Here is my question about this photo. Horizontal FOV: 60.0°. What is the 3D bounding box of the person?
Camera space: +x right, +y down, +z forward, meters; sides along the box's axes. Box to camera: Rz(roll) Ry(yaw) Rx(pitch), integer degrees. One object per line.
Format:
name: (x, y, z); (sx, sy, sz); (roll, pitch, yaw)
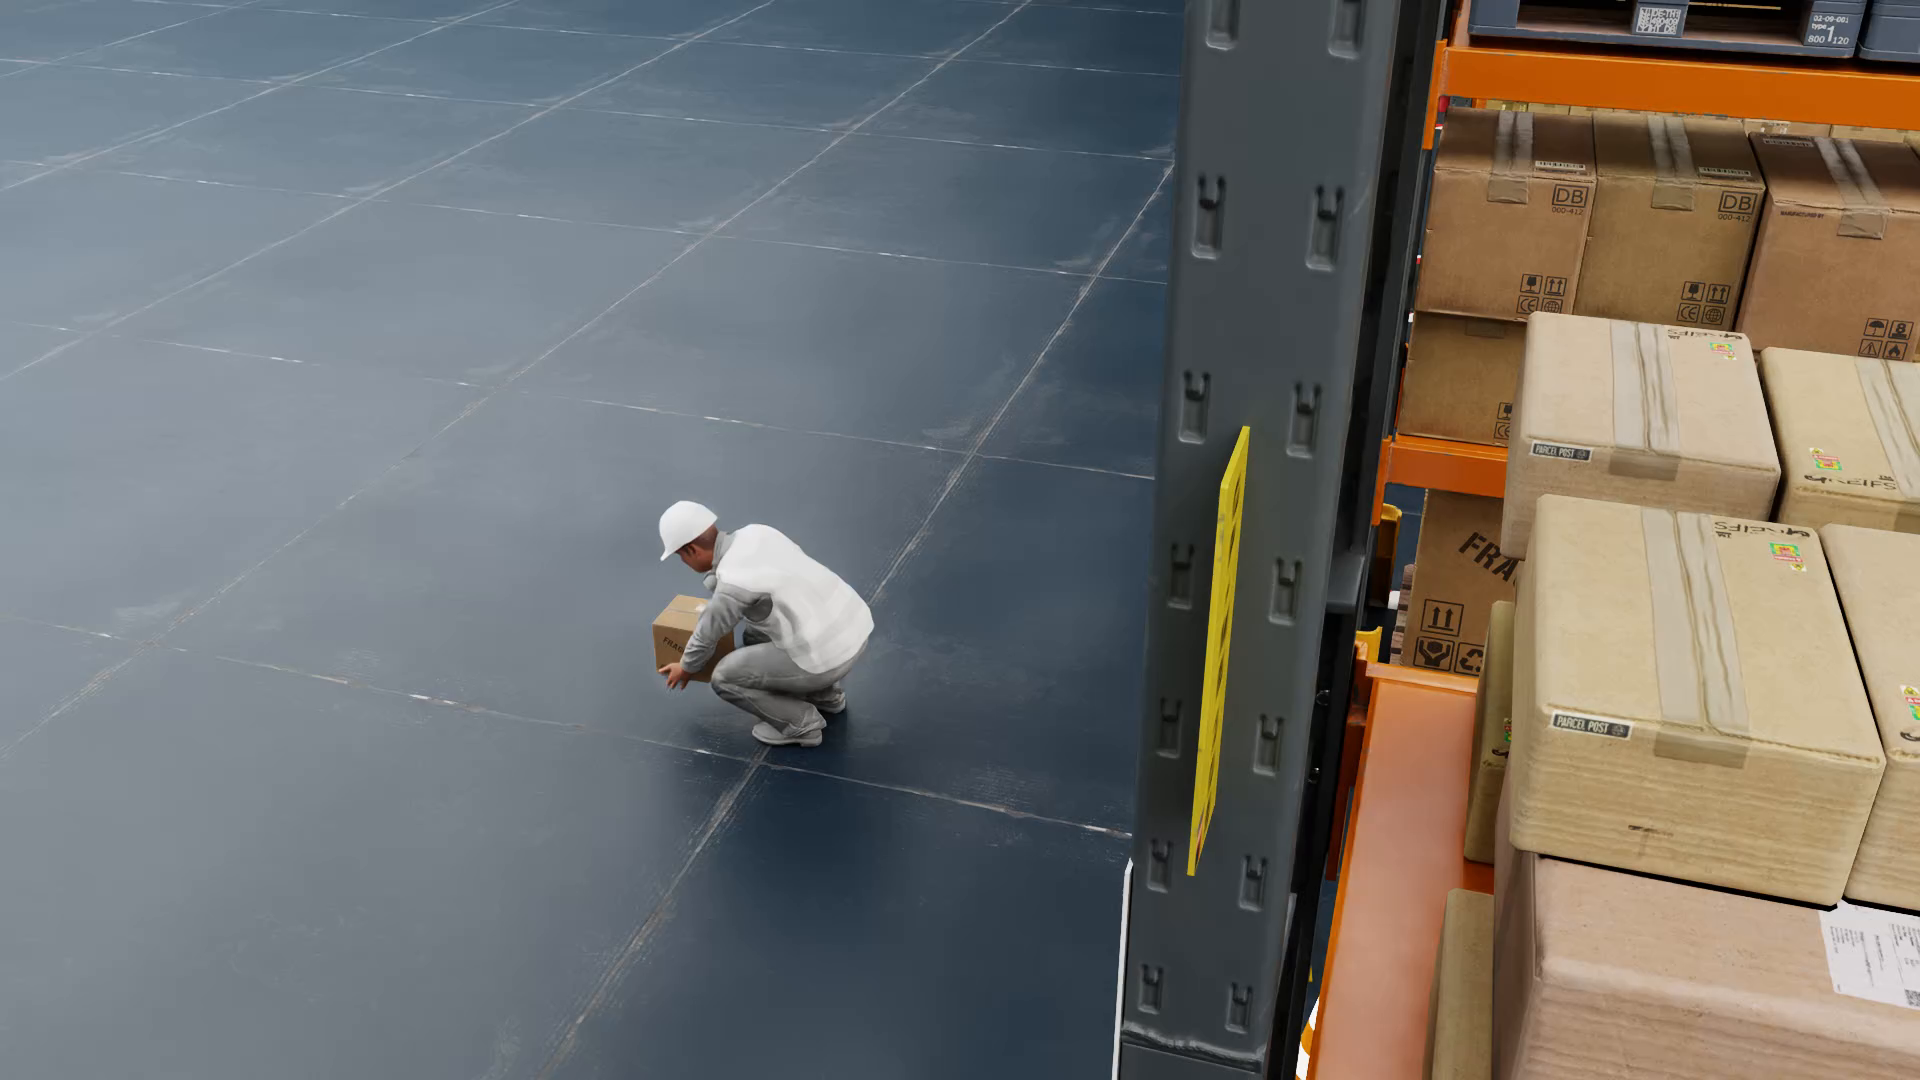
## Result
person: (-0.806, 0.316, 6.826); (0.871, 1.015, 0.523); (8, 30, 14)
